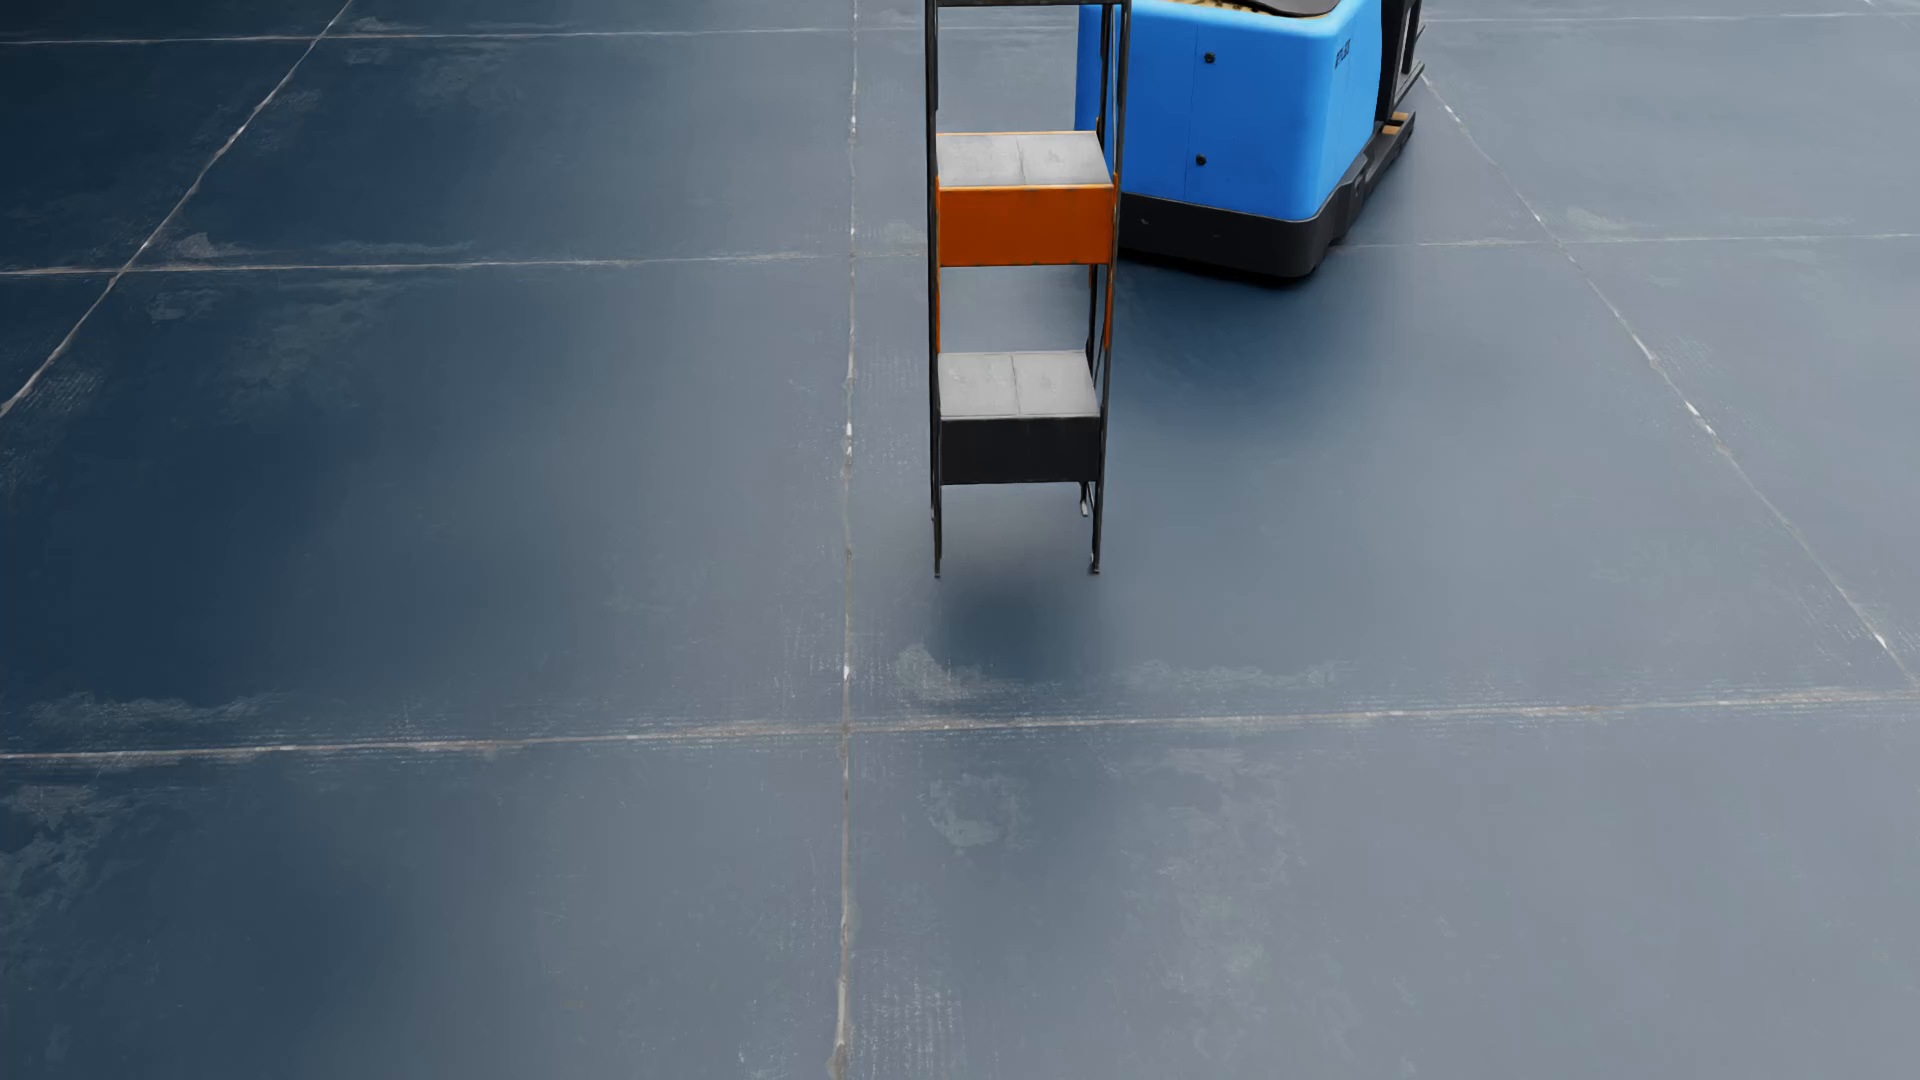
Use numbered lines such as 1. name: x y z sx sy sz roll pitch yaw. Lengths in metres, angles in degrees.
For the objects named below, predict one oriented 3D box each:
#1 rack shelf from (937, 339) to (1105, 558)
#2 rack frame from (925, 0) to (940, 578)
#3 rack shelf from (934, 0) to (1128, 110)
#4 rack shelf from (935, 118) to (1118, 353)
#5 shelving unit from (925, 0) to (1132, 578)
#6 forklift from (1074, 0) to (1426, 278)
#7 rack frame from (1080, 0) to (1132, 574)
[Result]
1. rack shelf: 0.165 -0.281 5.065 0.480 0.518 0.431 -2 35 -2
2. rack frame: -0.078 -0.861 4.649 0.015 2.100 0.400 -2 35 -2
3. rack shelf: 0.165 -1.432 4.268 0.480 0.518 0.431 -2 35 -2
4. rack shelf: 0.165 -0.857 4.667 0.480 0.518 0.431 -2 35 -2
5. shelving unit: 0.165 -0.868 4.659 0.503 2.100 0.431 -2 35 -2
6. forklift: 1.528 -3.079 7.124 1.130 2.935 3.031 15 37 20
7. rack frame: 0.409 -0.874 4.668 0.015 2.100 0.400 -2 35 -2
